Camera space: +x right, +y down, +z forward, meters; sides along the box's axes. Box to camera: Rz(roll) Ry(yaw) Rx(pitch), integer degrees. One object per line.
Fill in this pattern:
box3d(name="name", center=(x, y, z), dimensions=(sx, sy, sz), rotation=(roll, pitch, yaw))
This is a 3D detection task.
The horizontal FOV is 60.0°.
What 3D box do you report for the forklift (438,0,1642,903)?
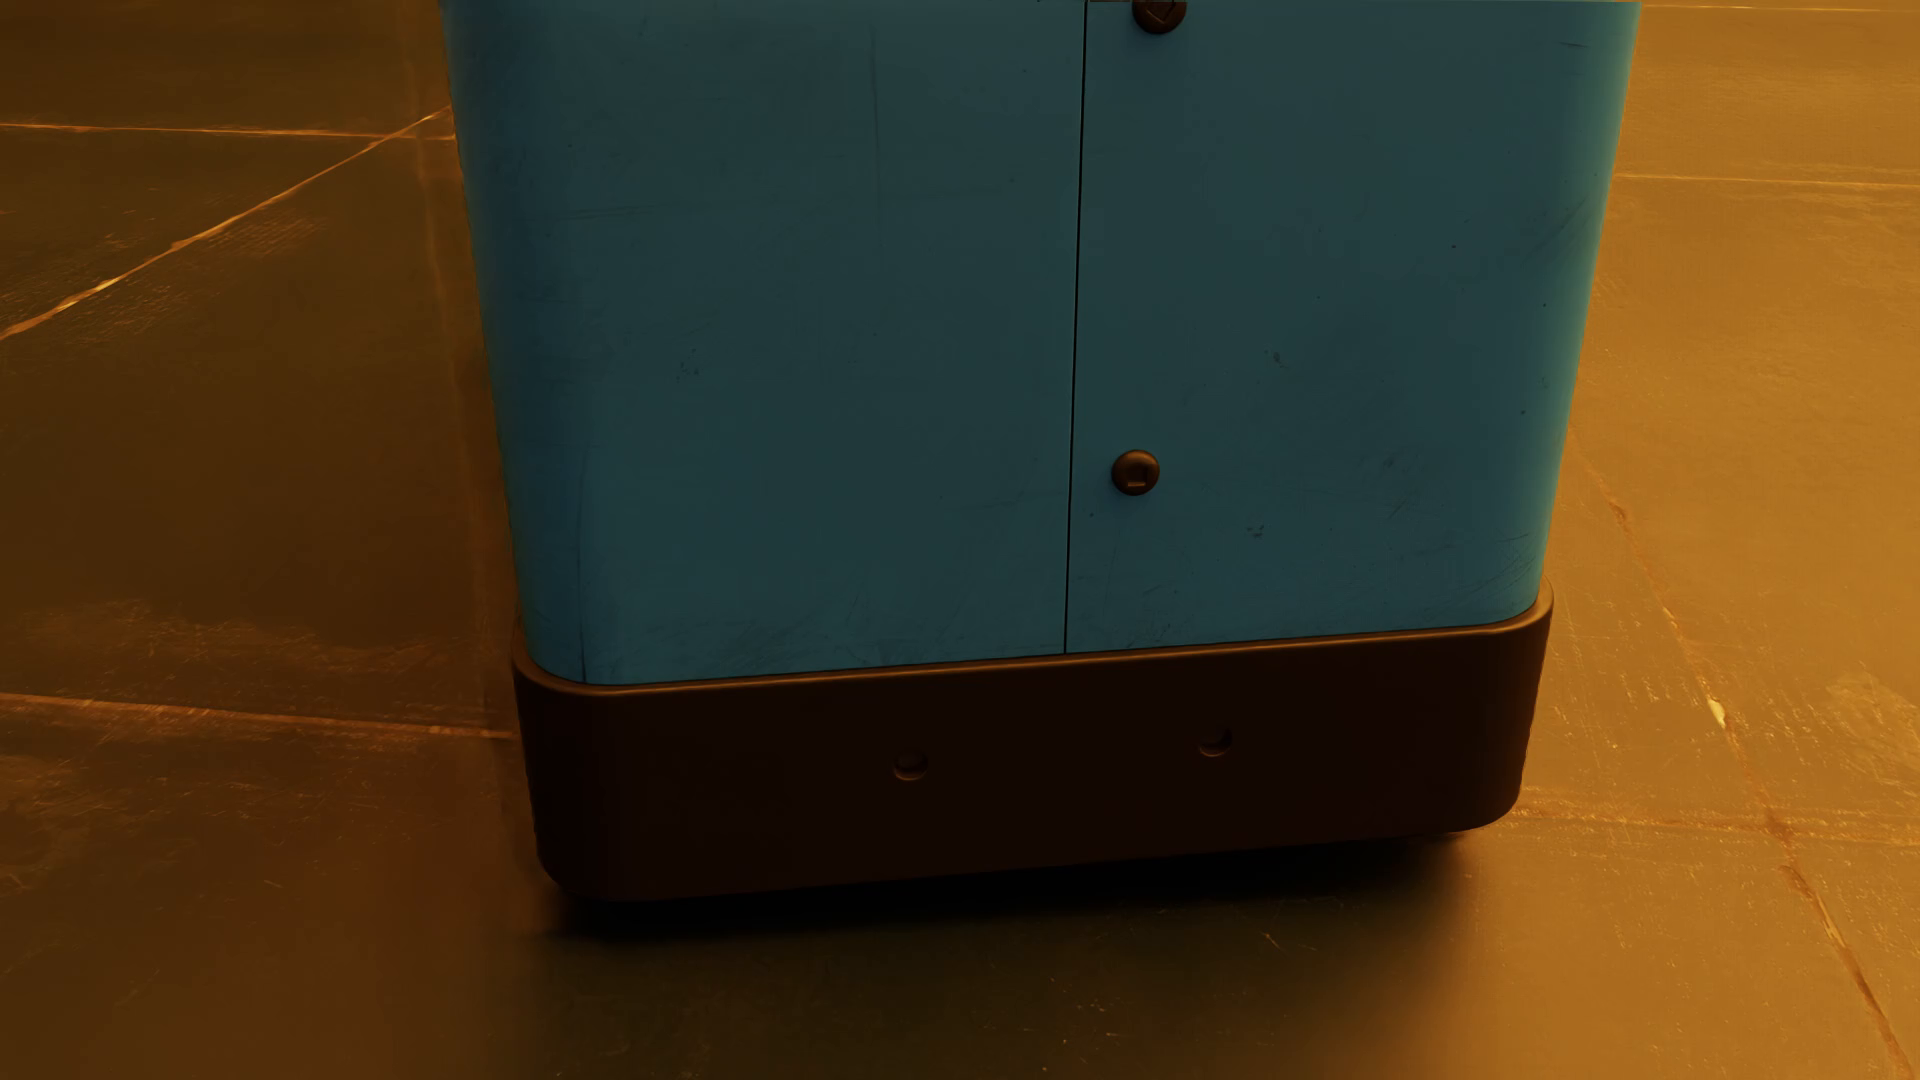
box3d(name="forklift", center=(-0.105, -1.587, 2.398), dimensions=(1.130, 2.935, 3.031), rotation=(-4, 27, -7))
